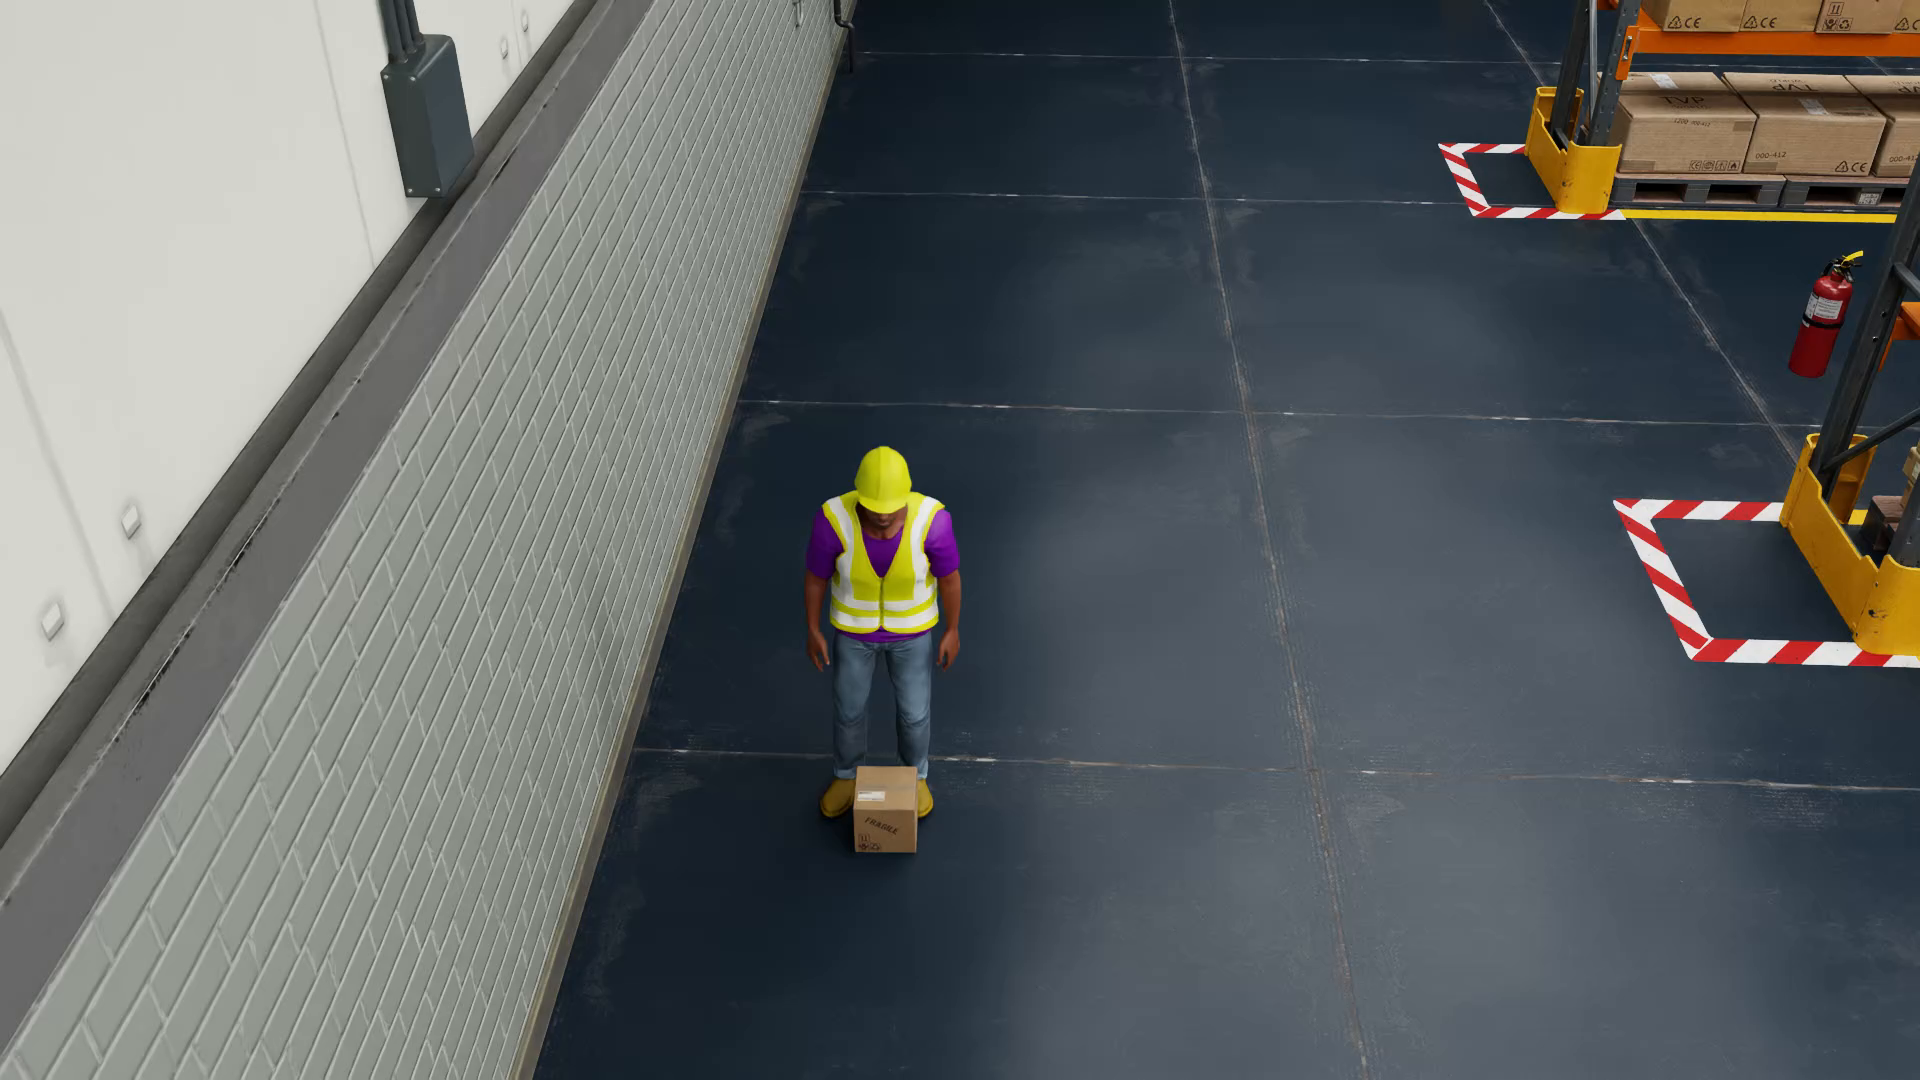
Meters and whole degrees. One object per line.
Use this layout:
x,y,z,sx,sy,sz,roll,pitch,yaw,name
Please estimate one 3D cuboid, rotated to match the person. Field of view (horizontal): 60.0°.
-0.304,0.363,6.593,0.621,1.759,0.461,0,35,0,person
